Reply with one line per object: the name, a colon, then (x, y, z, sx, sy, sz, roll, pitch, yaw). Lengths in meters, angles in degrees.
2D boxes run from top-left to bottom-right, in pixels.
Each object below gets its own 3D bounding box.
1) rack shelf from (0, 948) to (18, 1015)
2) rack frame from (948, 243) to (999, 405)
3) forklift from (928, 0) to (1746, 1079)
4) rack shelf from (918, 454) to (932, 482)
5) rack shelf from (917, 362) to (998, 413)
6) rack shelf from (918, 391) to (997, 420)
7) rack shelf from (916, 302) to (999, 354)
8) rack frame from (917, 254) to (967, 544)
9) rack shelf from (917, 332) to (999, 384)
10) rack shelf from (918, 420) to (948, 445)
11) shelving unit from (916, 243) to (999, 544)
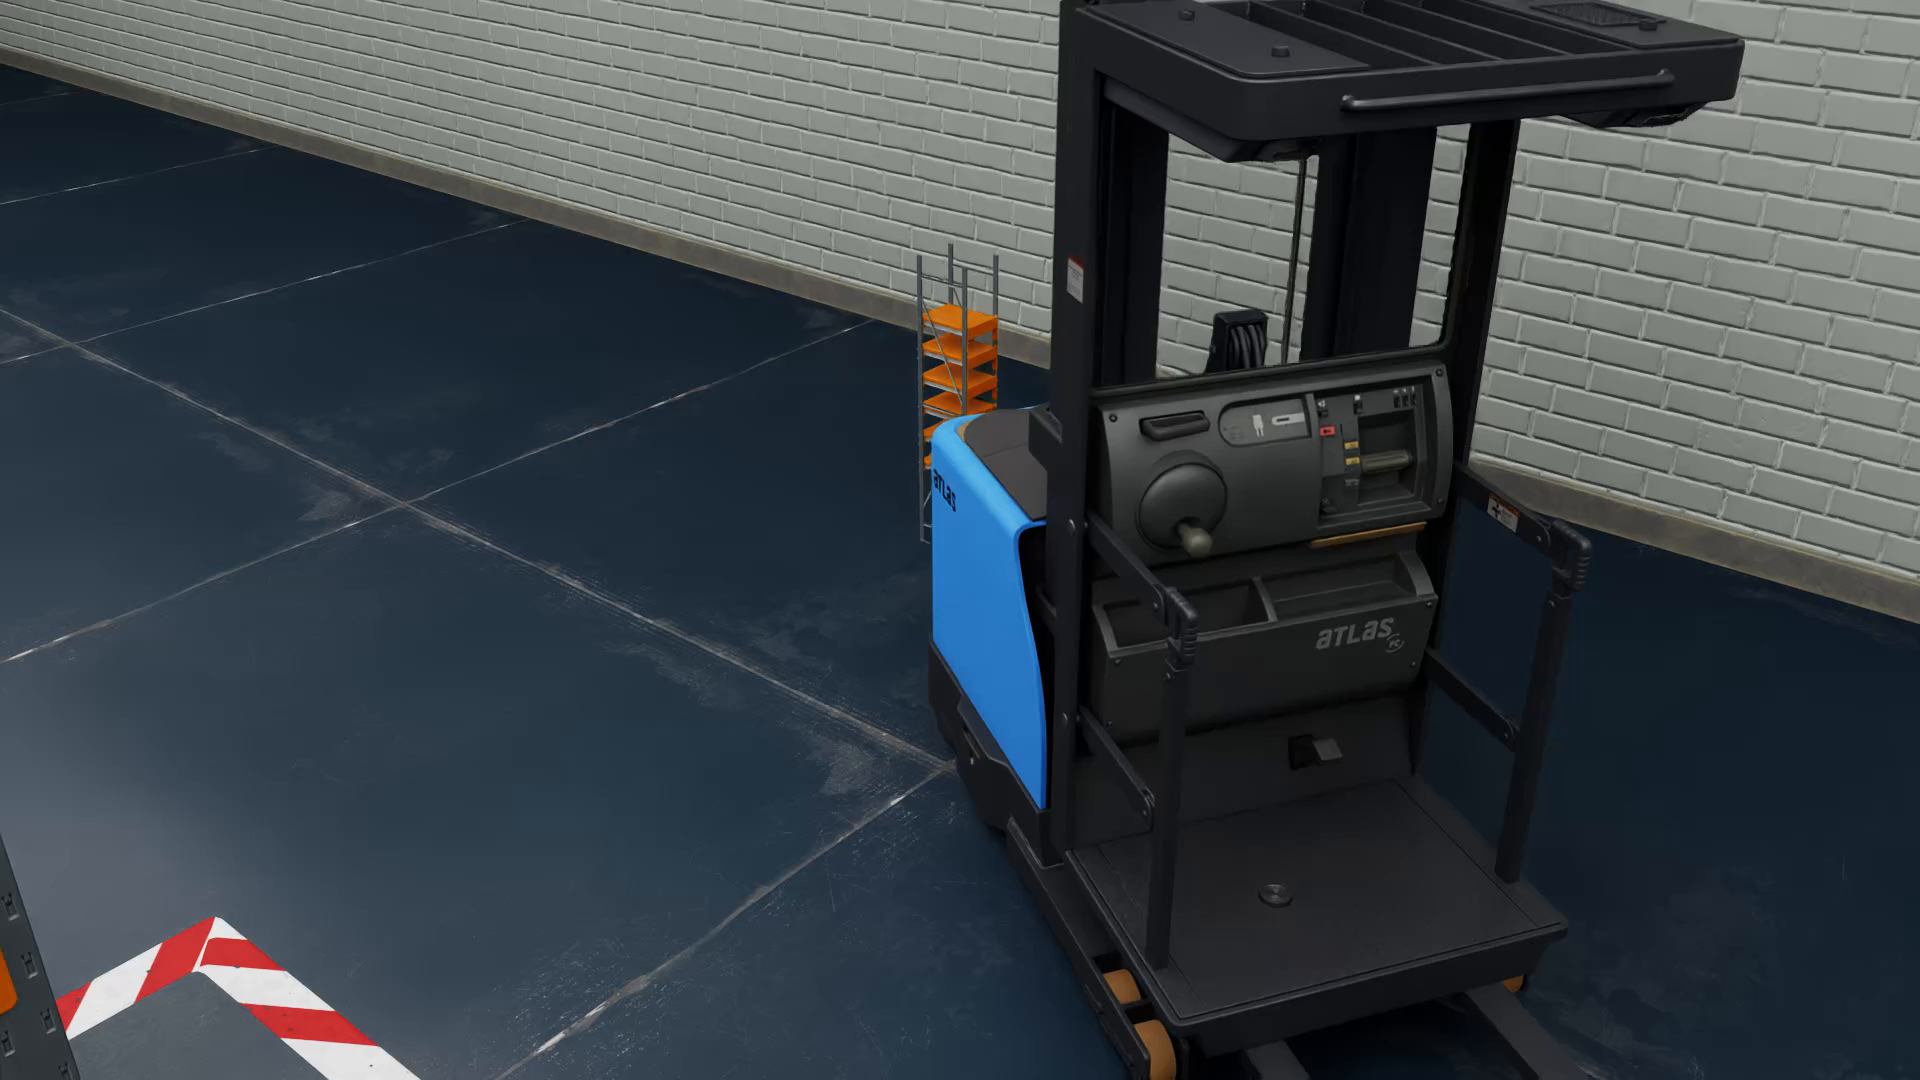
rack shelf: (-3.383, 1.242, 1.867, 1.077, 0.370, 4.000, 21, 34, 34)
rack frame: (0.049, -0.560, 6.527, 0.240, 1.200, 0.006, 21, 34, 34)
forklift: (0.853, -0.154, 3.858, 1.130, 2.935, 3.031, -9, 29, -17)
rack shelf: (-0.009, -0.275, 6.595, 0.258, 0.103, 0.180, 21, 34, 34)
rack shelf: (-0.009, -0.595, 6.430, 0.258, 0.103, 0.180, 21, 34, 34)
rack shelf: (-0.009, -0.488, 6.485, 0.258, 0.103, 0.180, 21, 34, 34)
rack shelf: (-0.009, -0.808, 6.319, 0.258, 0.103, 0.180, 21, 34, 34)
rack frame: (-0.067, -0.495, 6.402, 0.240, 1.200, 0.006, 21, 34, 34)
rack shelf: (-0.009, -0.701, 6.375, 0.258, 0.103, 0.180, 21, 34, 34)
rack shelf: (-0.009, -0.382, 6.540, 0.258, 0.103, 0.180, 21, 34, 34)
shelving unit: (-0.009, -0.528, 6.464, 0.258, 1.200, 0.189, 21, 34, 34)
